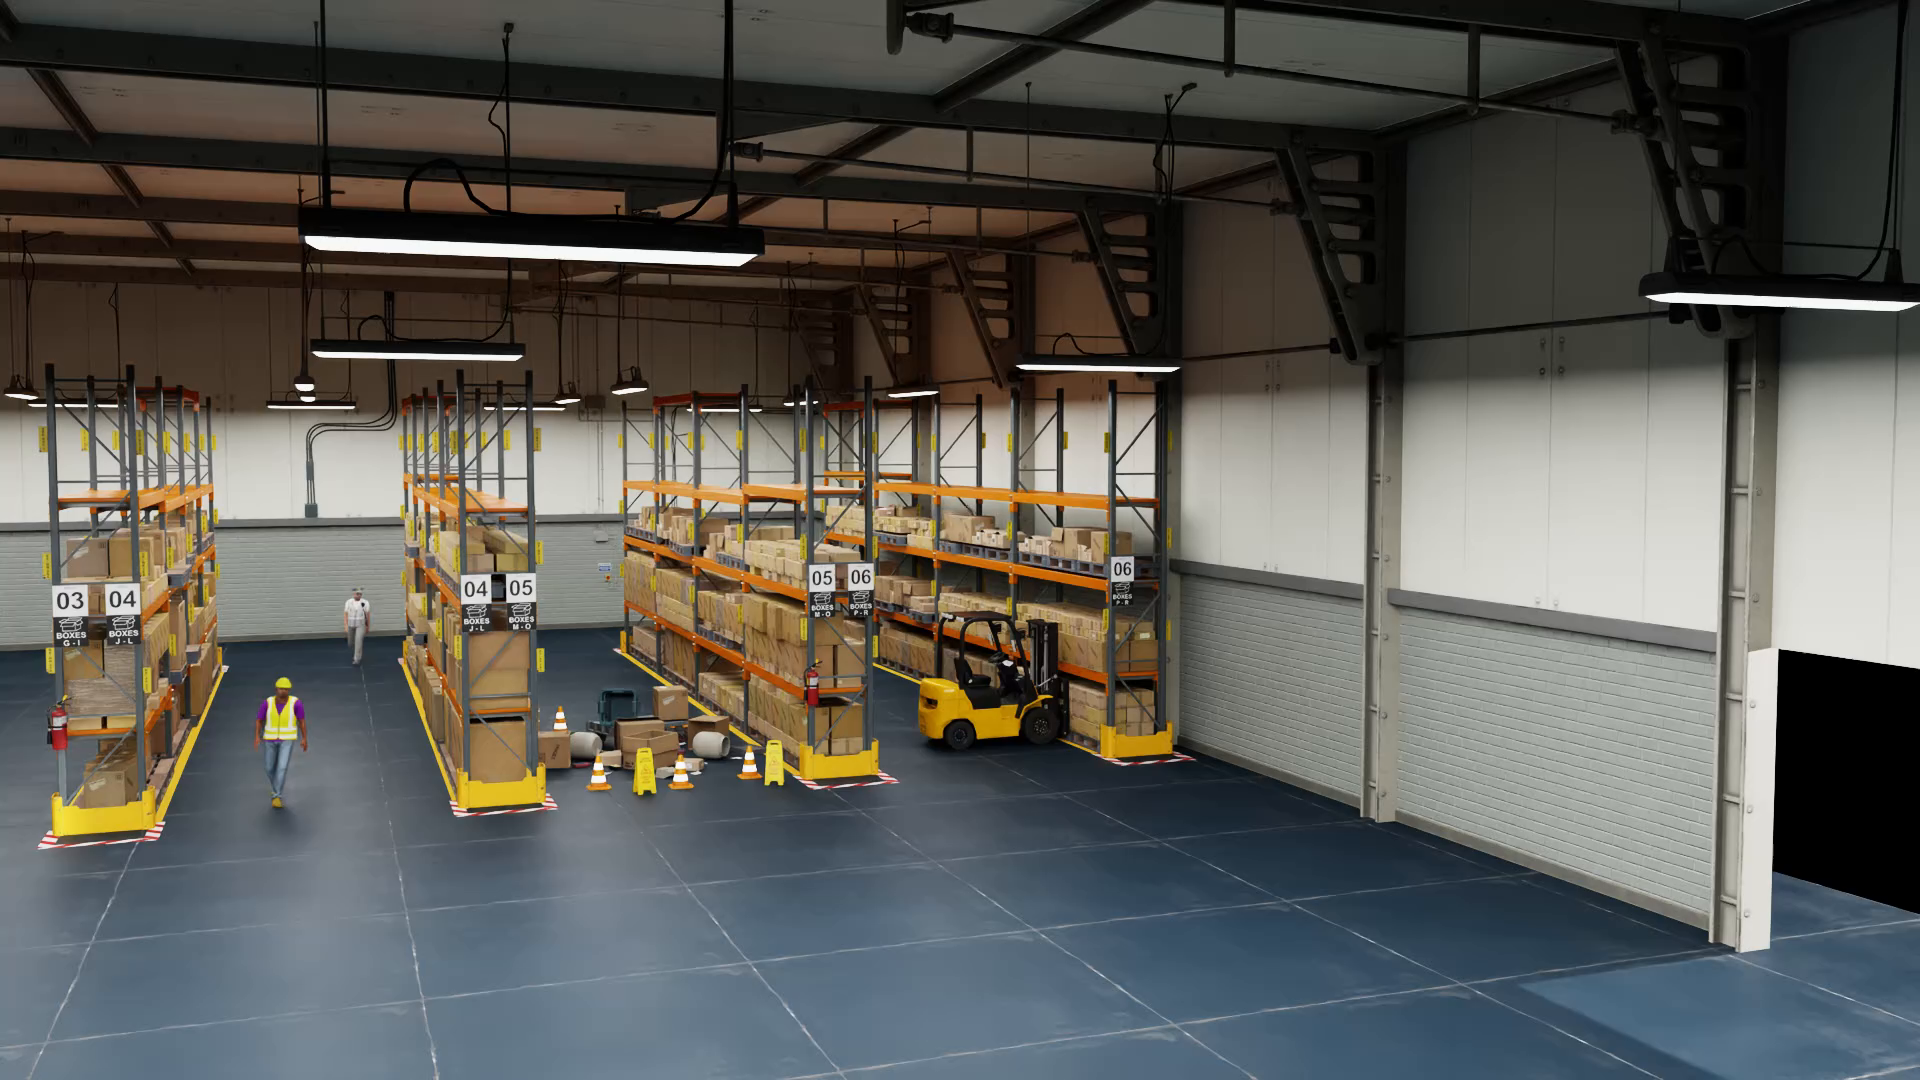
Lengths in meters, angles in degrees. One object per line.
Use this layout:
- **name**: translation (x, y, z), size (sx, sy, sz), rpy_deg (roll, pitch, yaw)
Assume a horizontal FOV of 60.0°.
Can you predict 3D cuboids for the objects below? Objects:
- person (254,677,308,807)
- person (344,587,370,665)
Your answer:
- **person**: translation (-9.457, 2.785, 23.149), size (0.677, 1.738, 0.846), rpy_deg (-1, 3, -16)
- **person**: translation (-13.650, 1.928, 37.627), size (0.511, 1.725, 0.930), rpy_deg (0, 3, -2)
